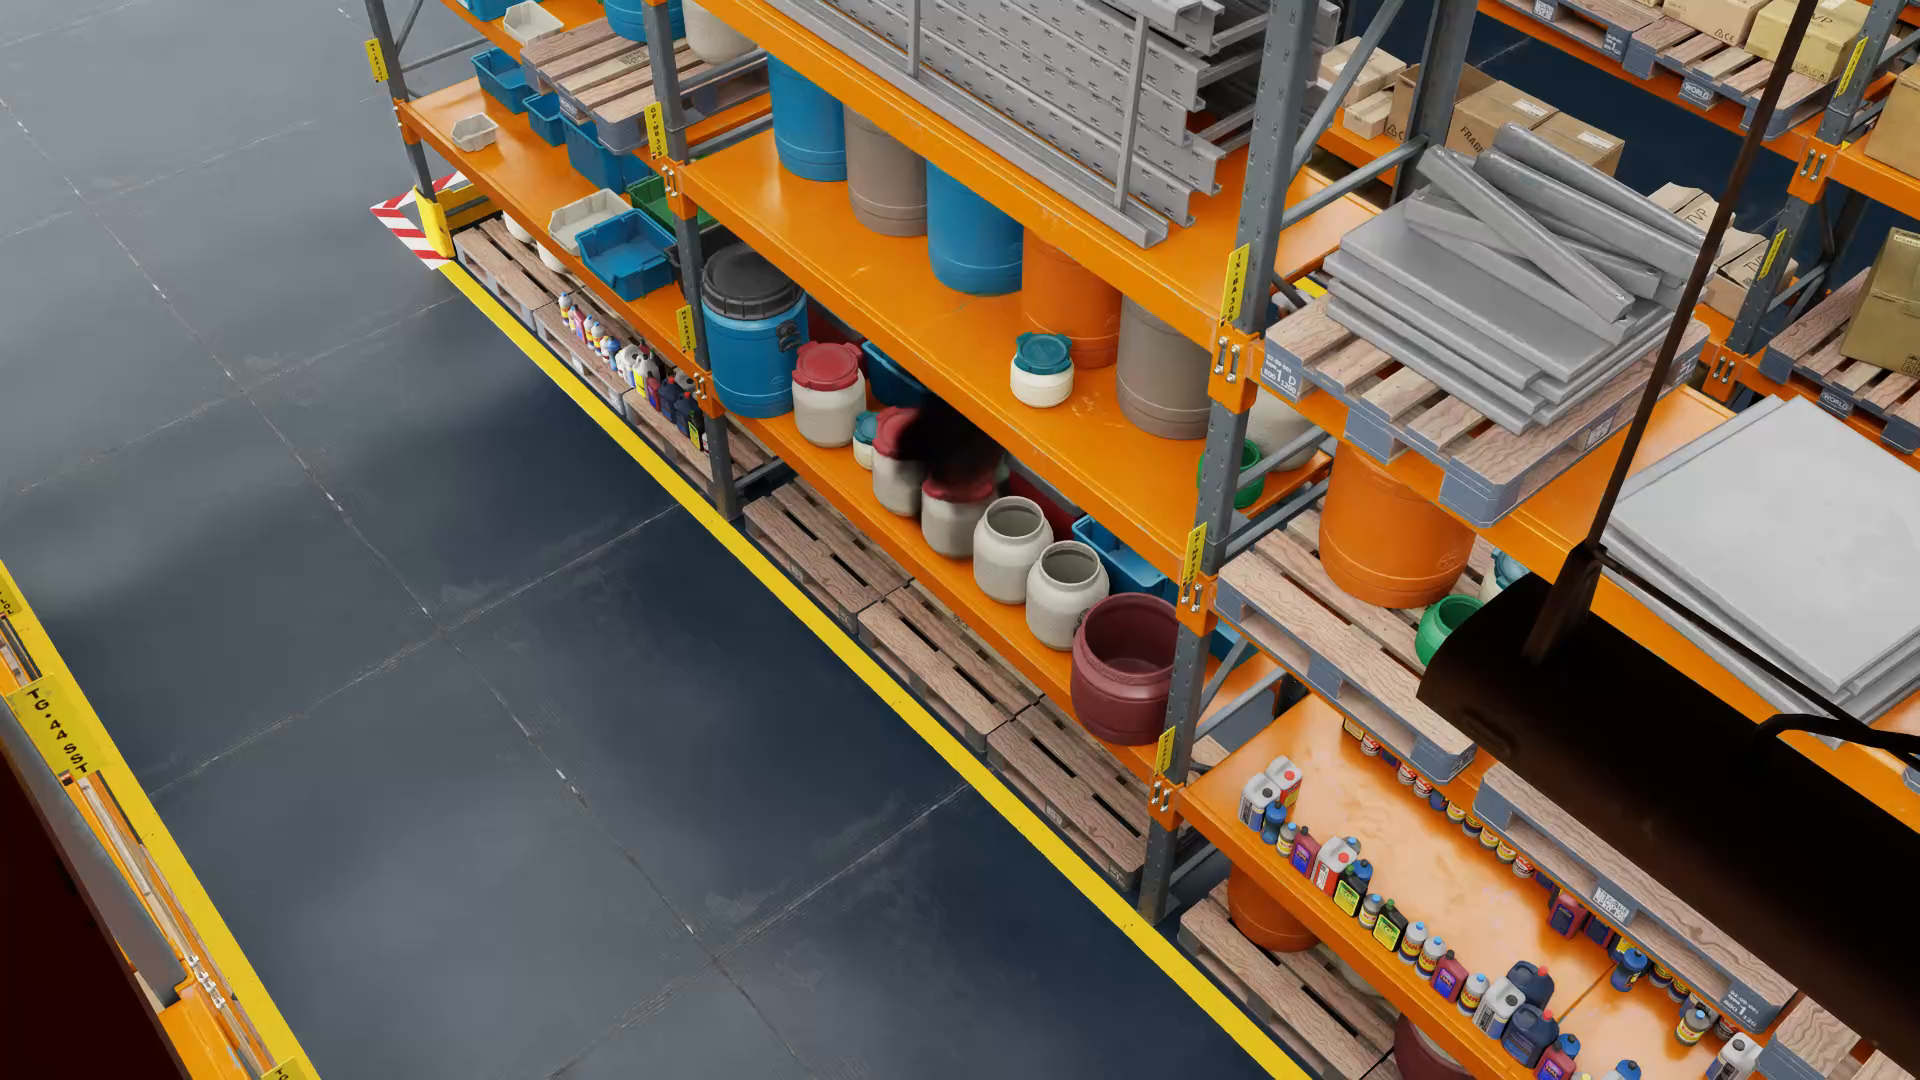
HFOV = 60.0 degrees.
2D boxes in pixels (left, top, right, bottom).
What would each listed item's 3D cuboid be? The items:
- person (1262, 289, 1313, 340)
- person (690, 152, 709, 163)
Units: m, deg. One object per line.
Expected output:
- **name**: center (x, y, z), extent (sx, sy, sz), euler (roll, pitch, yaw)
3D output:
- **person**: center (2.118, -0.941, 10.760), extent (0.547, 1.638, 0.613), euler (32, 54, 26)
- **person**: center (-2.400, -3.760, 13.360), extent (0.704, 1.723, 0.615), euler (-36, 56, -29)
